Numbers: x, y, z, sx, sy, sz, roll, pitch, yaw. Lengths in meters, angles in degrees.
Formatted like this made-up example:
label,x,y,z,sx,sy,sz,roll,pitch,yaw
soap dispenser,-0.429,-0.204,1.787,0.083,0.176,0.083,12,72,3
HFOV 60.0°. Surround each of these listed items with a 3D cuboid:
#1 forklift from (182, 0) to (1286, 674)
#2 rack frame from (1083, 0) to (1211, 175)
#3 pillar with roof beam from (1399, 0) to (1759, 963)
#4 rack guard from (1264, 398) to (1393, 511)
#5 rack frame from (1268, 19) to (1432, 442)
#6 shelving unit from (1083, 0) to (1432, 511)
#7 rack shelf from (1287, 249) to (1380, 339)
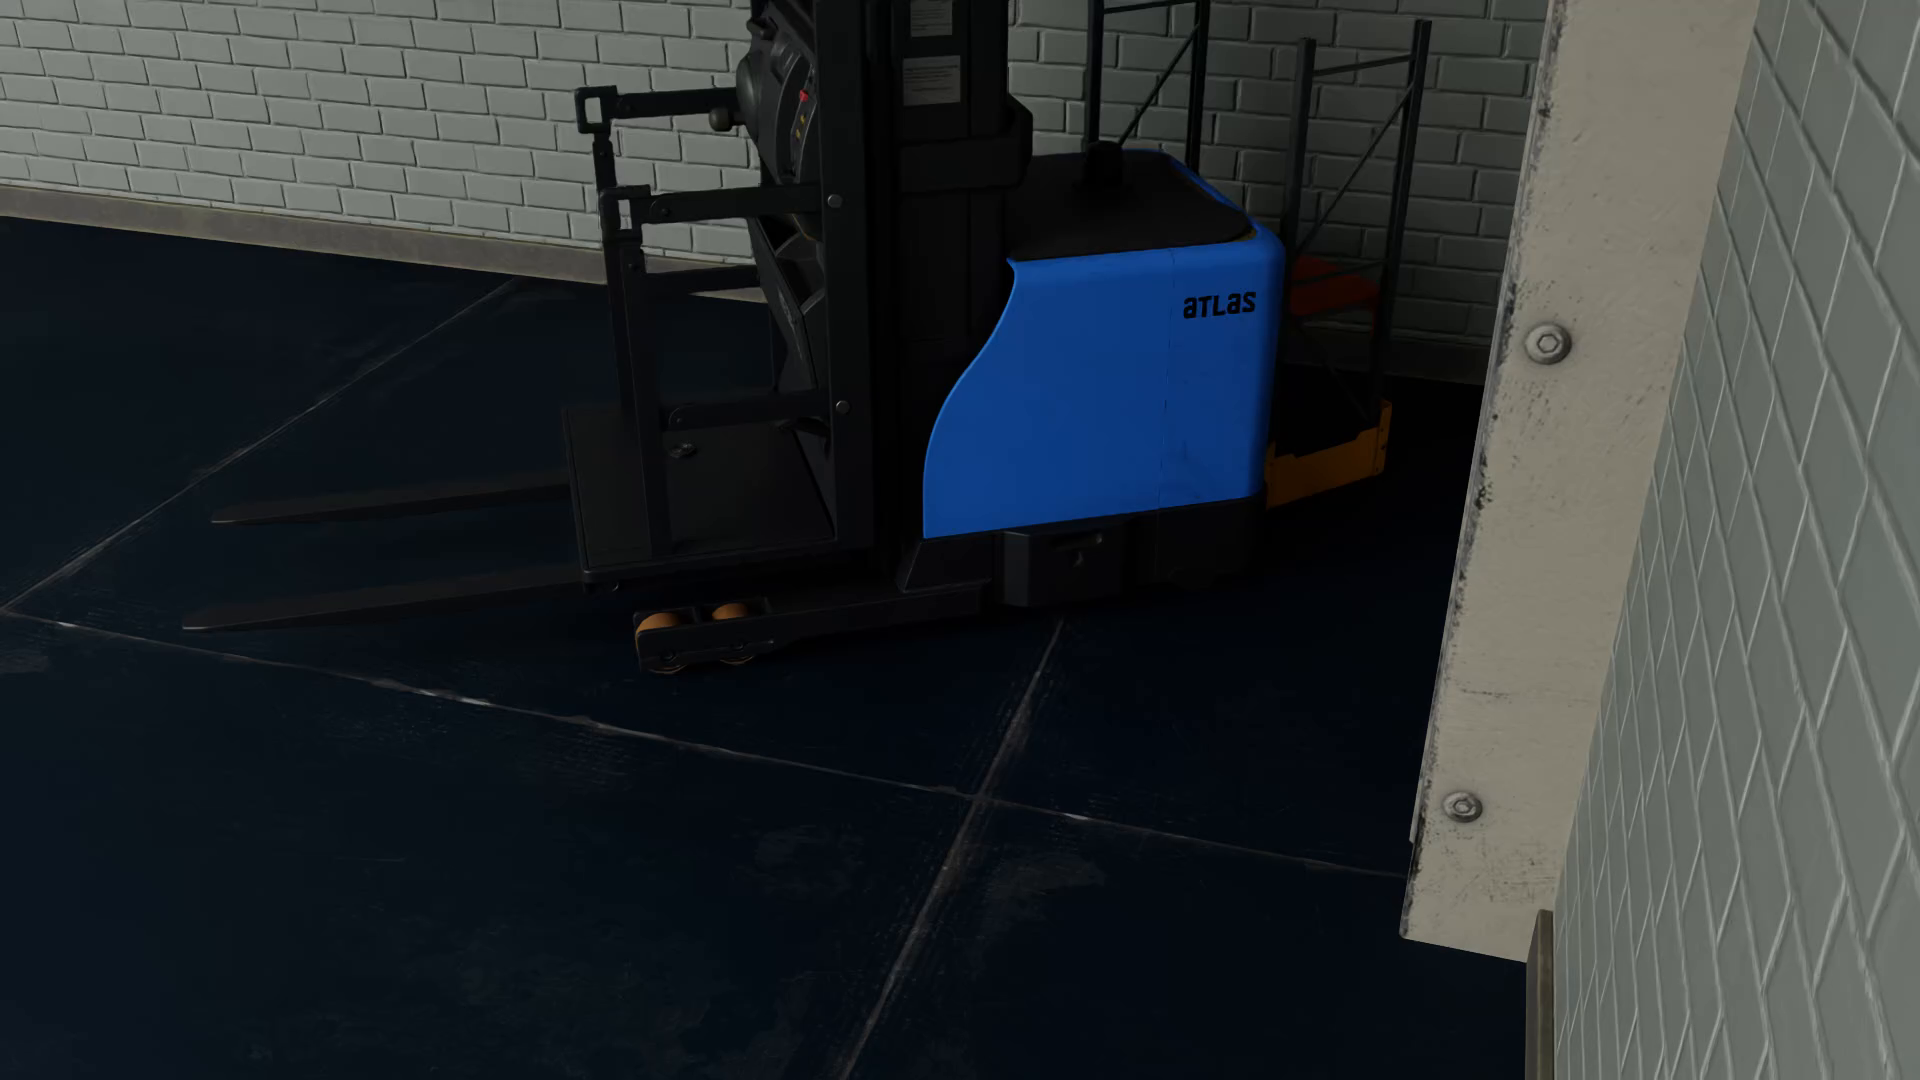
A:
label,x,y,z,sx,sy,sz,roll,pitch,yaw
forklift,-0.667,-1.196,4.385,3.031,2.935,1.130,-7,30,-13
rack frame,0.646,-1.250,5.953,0.500,1.500,0.032,-17,33,-27
pillar with roof beam,-2.940,-3.740,2.717,9.100,9.000,0.400,8,30,15
rack guard,1.181,-0.284,5.503,0.587,0.250,0.087,-17,33,-27
rack frame,1.182,-0.829,5.198,0.500,1.500,0.032,-17,33,-27
shelving unit,0.919,-1.036,5.569,0.587,1.500,1.083,-17,33,-27
rack shelf,0.914,-0.882,5.663,0.538,0.185,1.000,-17,33,-27
